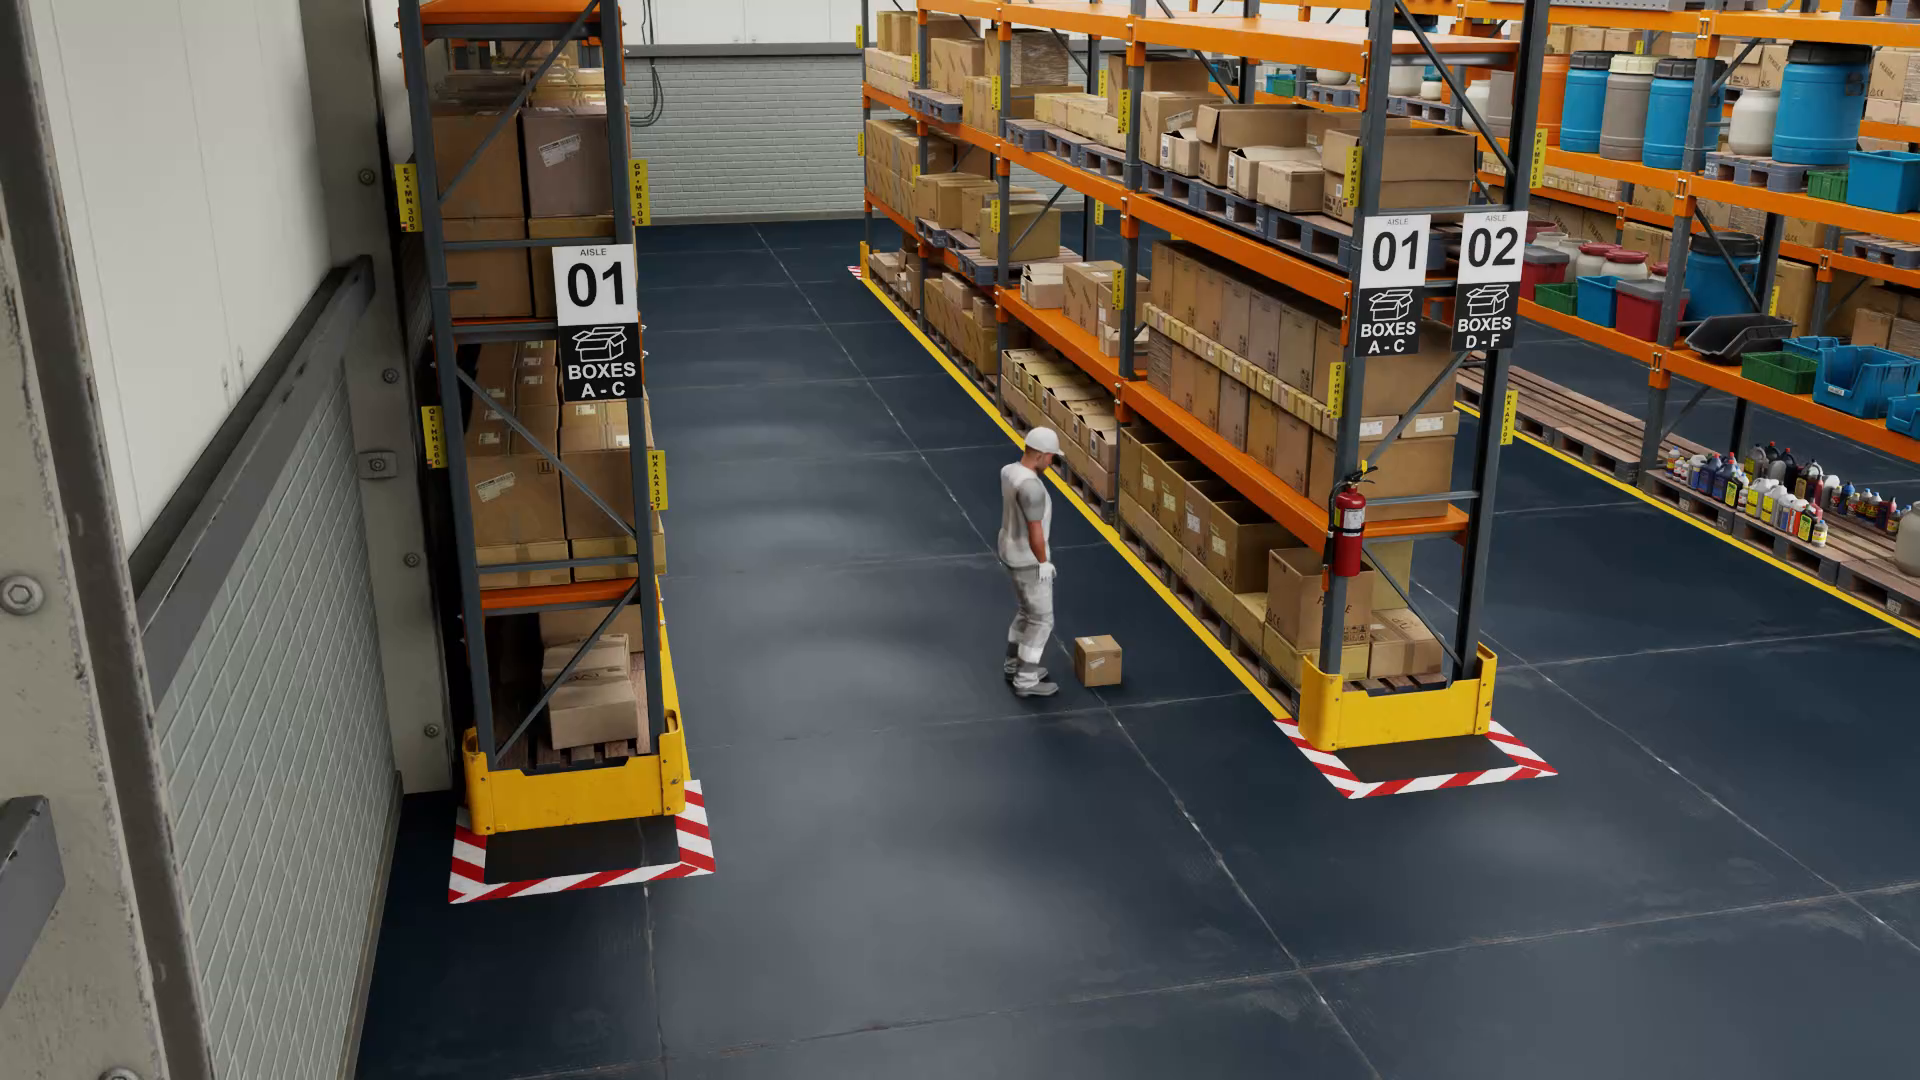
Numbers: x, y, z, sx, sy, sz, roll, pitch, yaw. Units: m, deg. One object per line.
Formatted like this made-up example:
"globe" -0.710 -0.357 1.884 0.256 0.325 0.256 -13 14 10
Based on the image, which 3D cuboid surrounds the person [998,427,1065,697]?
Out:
"person" 0.460 0.124 10.729 0.414 1.757 0.536 -4 20 -11
